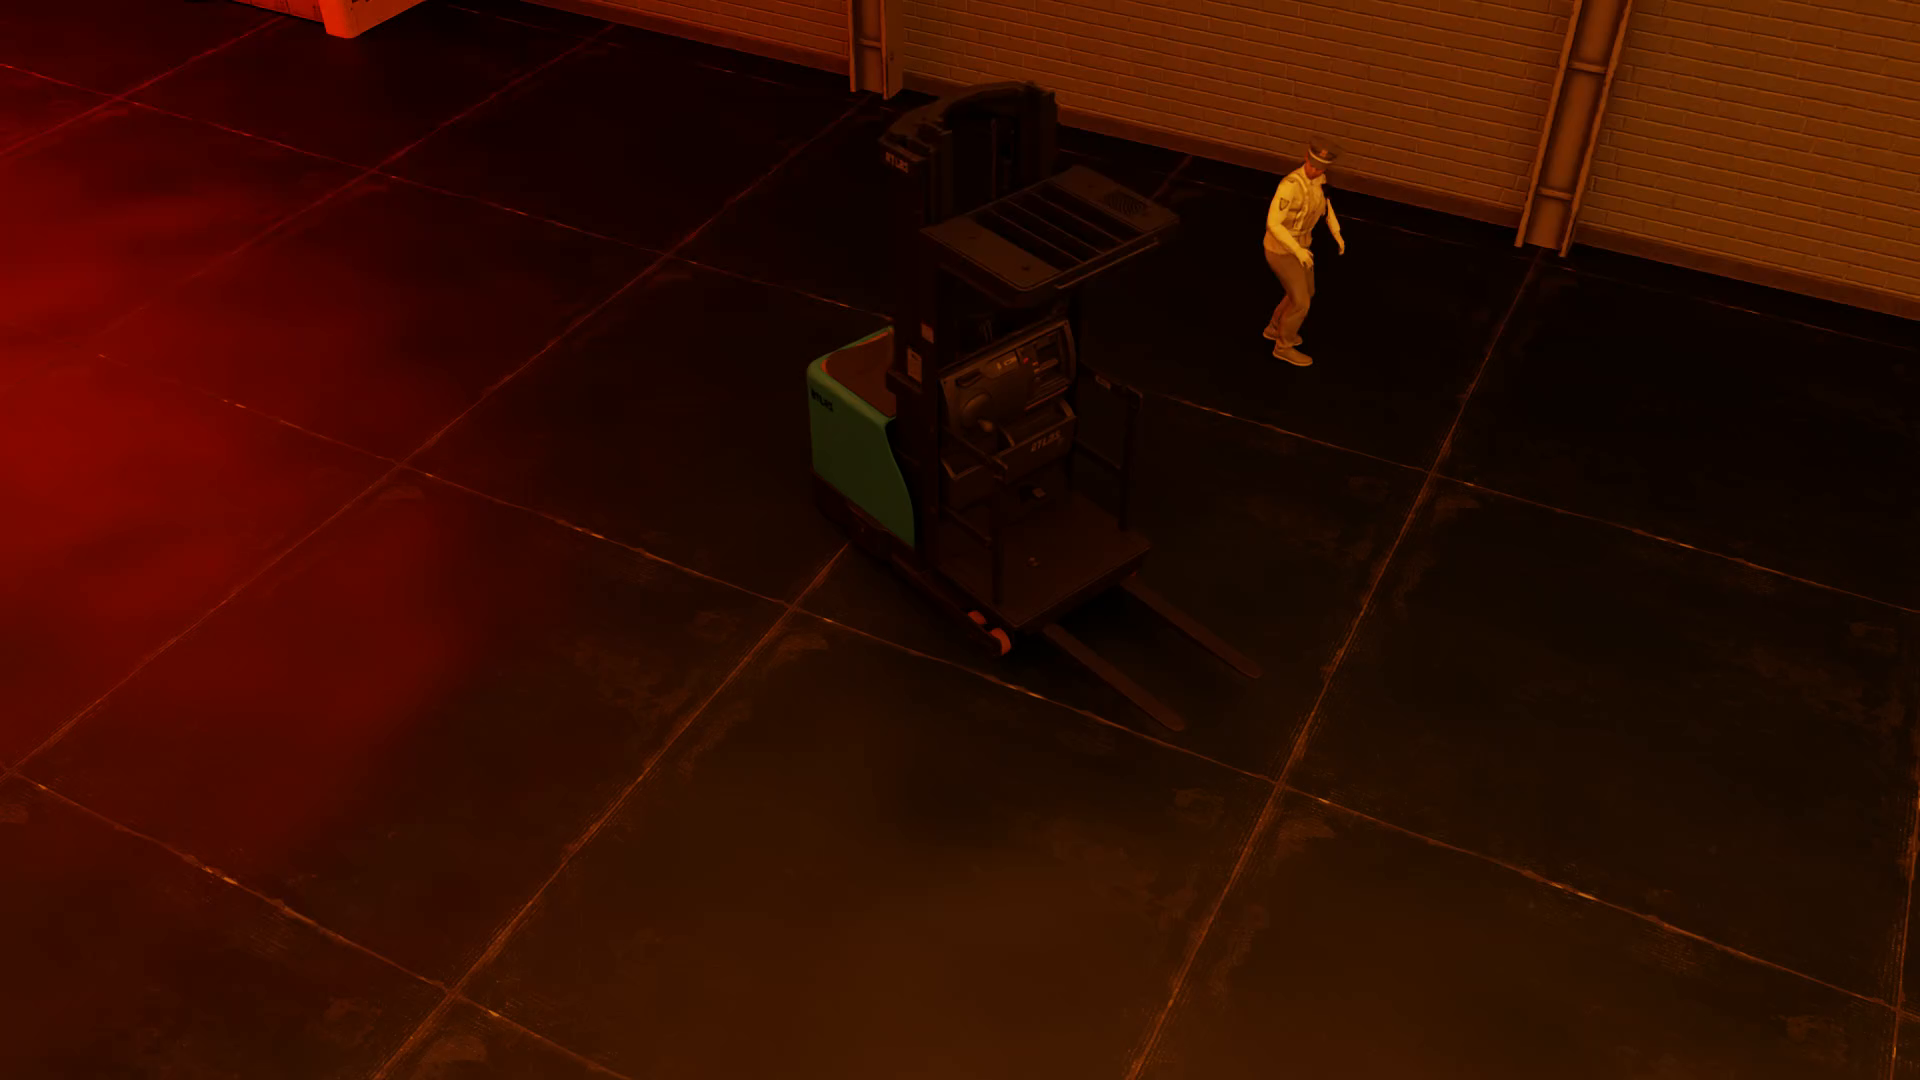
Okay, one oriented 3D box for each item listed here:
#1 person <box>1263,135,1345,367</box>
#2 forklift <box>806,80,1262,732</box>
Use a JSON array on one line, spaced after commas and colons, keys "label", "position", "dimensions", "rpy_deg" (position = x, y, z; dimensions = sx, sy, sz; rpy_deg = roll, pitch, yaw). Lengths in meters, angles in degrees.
[{"label": "person", "position": [2.340, -1.990, 11.378], "dimensions": [0.482, 1.632, 0.712], "rpy_deg": [23, 45, 25]}, {"label": "forklift", "position": [0.410, -0.825, 8.966], "dimensions": [1.130, 2.935, 3.031], "rpy_deg": [-29, 48, -30]}]
